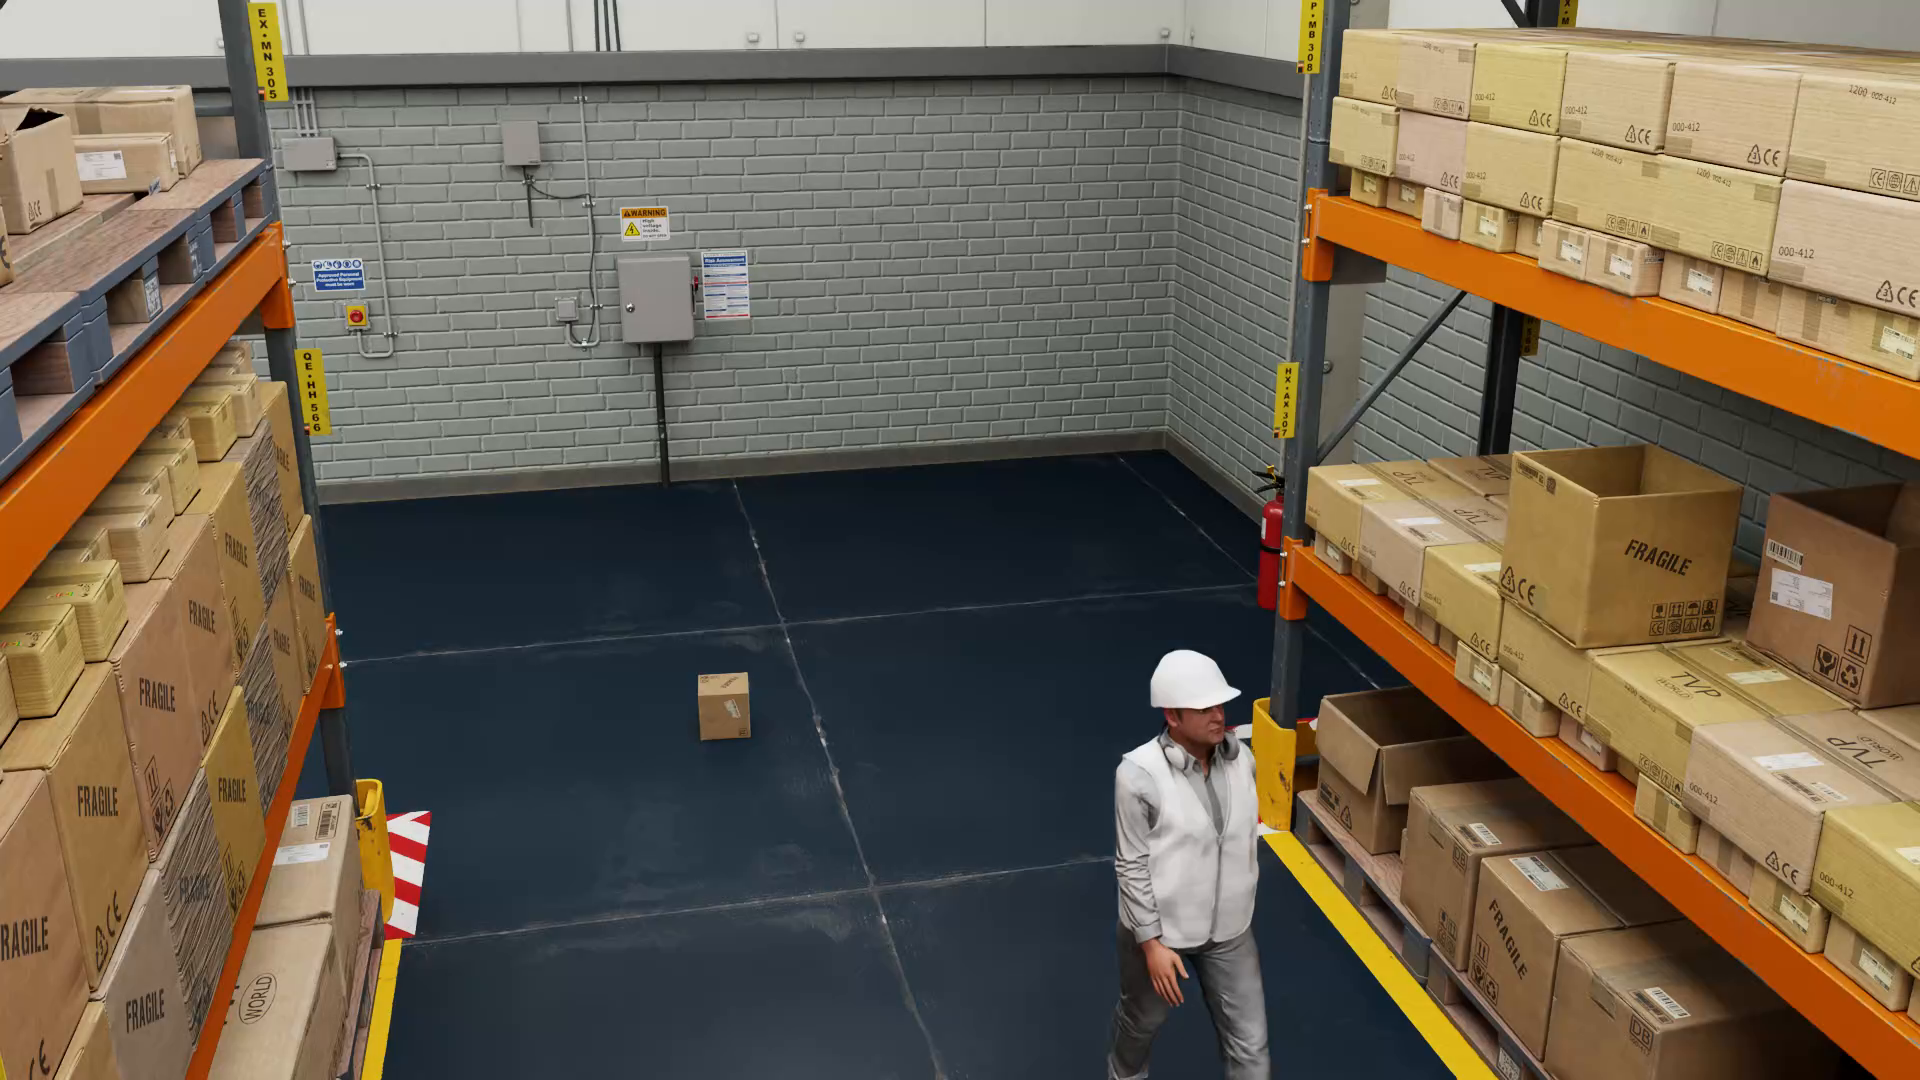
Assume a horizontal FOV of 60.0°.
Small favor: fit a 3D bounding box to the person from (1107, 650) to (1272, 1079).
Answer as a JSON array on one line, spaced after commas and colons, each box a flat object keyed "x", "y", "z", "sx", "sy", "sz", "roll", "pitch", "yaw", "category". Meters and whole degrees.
[{"x": 0.743, "y": 1.197, "z": 5.103, "sx": 0.540, "sy": 1.725, "sz": 0.945, "roll": -7, "pitch": 21, "yaw": -19, "category": "person"}]
